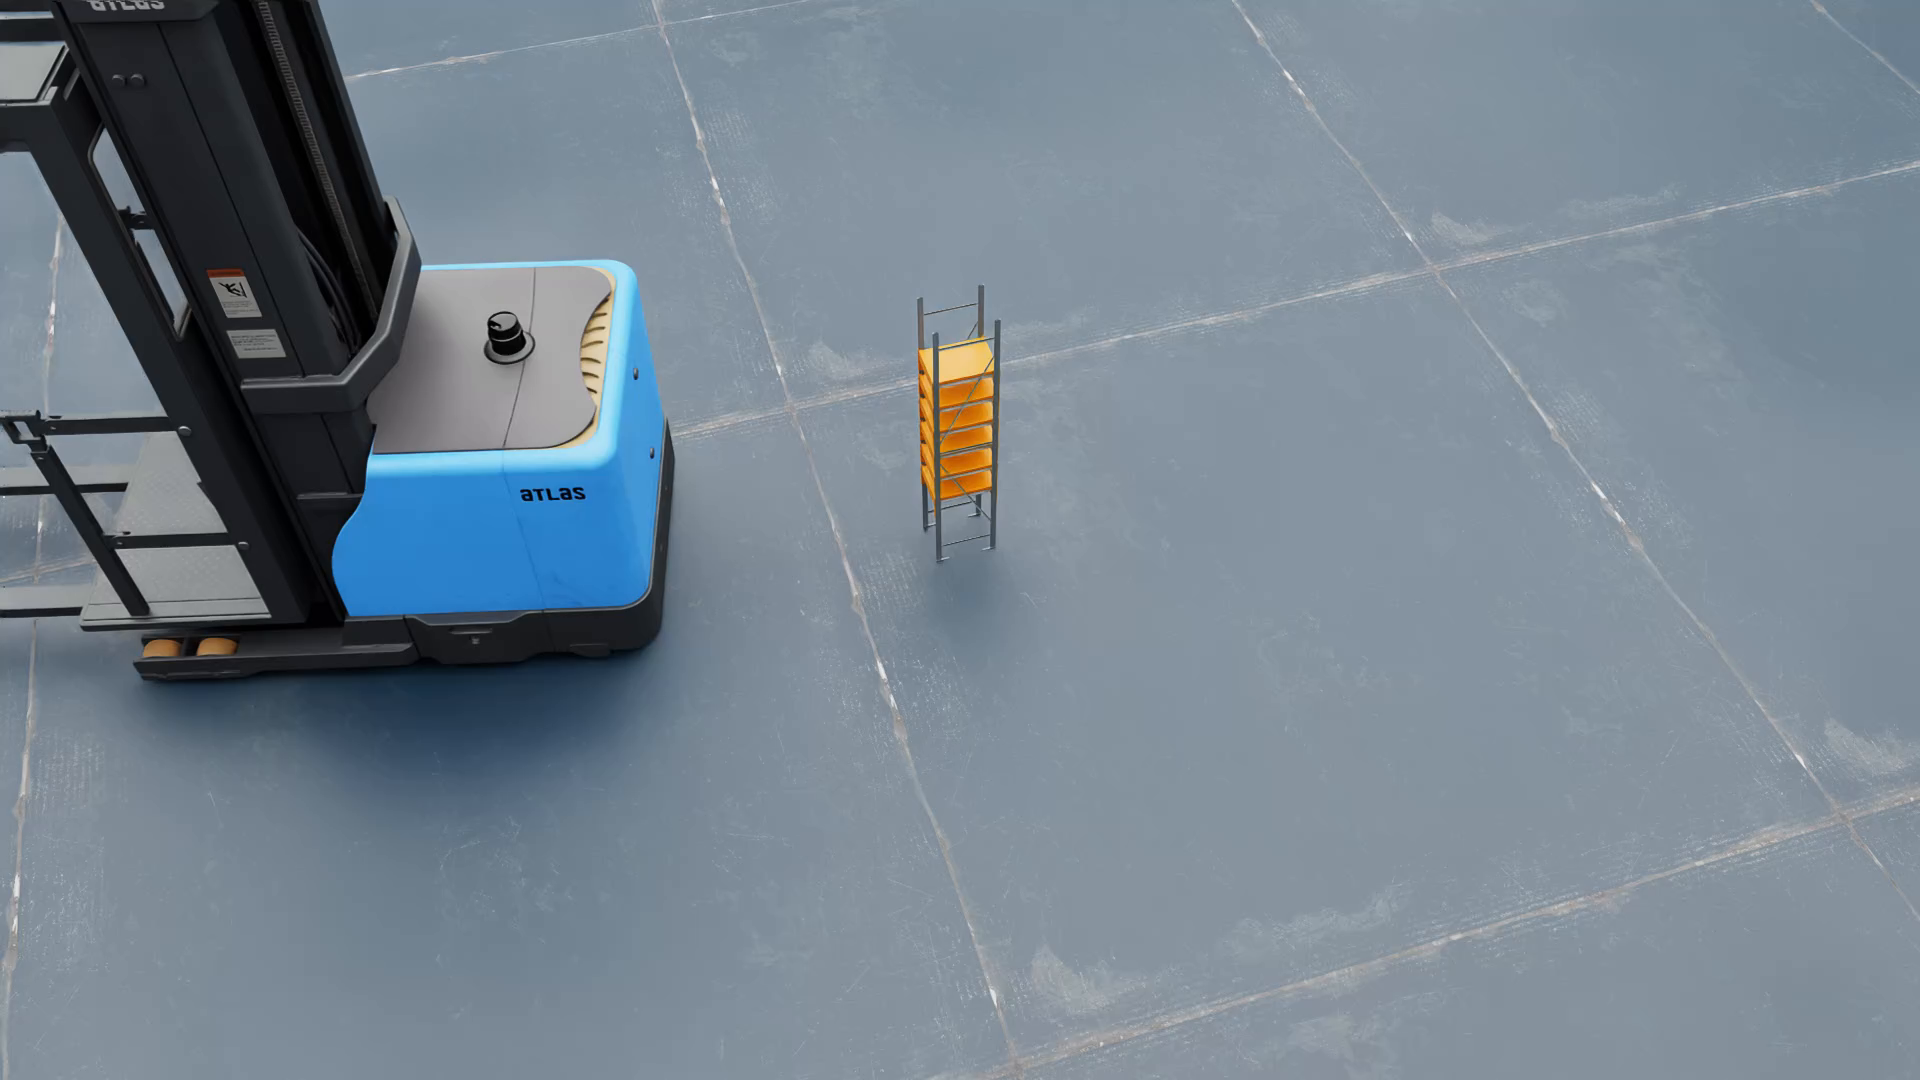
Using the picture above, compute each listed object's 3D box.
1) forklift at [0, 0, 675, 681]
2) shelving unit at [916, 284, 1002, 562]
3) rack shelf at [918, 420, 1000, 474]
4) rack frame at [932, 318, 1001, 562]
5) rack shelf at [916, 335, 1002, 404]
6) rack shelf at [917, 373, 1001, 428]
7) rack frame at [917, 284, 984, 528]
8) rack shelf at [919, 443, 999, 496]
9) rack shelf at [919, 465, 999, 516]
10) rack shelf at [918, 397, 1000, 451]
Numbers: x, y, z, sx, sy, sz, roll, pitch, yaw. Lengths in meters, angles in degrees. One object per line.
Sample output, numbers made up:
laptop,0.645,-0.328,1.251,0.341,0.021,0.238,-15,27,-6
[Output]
forklift,-2.644,-0.846,5.336,3.031,2.935,1.130,-2,50,-2
shelving unit,-0.004,-0.397,6.090,0.258,1.200,0.189,-13,51,-11
rack shelf,-0.004,-0.369,6.124,0.258,0.103,0.180,-13,51,-11
rack frame,0.023,-0.330,6.034,0.240,1.200,0.006,-13,51,-11
rack shelf,-0.004,-0.601,5.849,0.258,0.103,0.180,-13,51,-11
rack shelf,-0.004,-0.523,5.940,0.258,0.103,0.180,-13,51,-11
rack frame,-0.031,-0.464,6.146,0.240,1.200,0.006,-13,51,-11
rack shelf,-0.004,-0.291,6.216,0.258,0.103,0.180,-13,51,-11
rack shelf,-0.004,-0.214,6.307,0.258,0.103,0.180,-13,51,-11
rack shelf,-0.004,-0.446,6.032,0.258,0.103,0.180,-13,51,-11
